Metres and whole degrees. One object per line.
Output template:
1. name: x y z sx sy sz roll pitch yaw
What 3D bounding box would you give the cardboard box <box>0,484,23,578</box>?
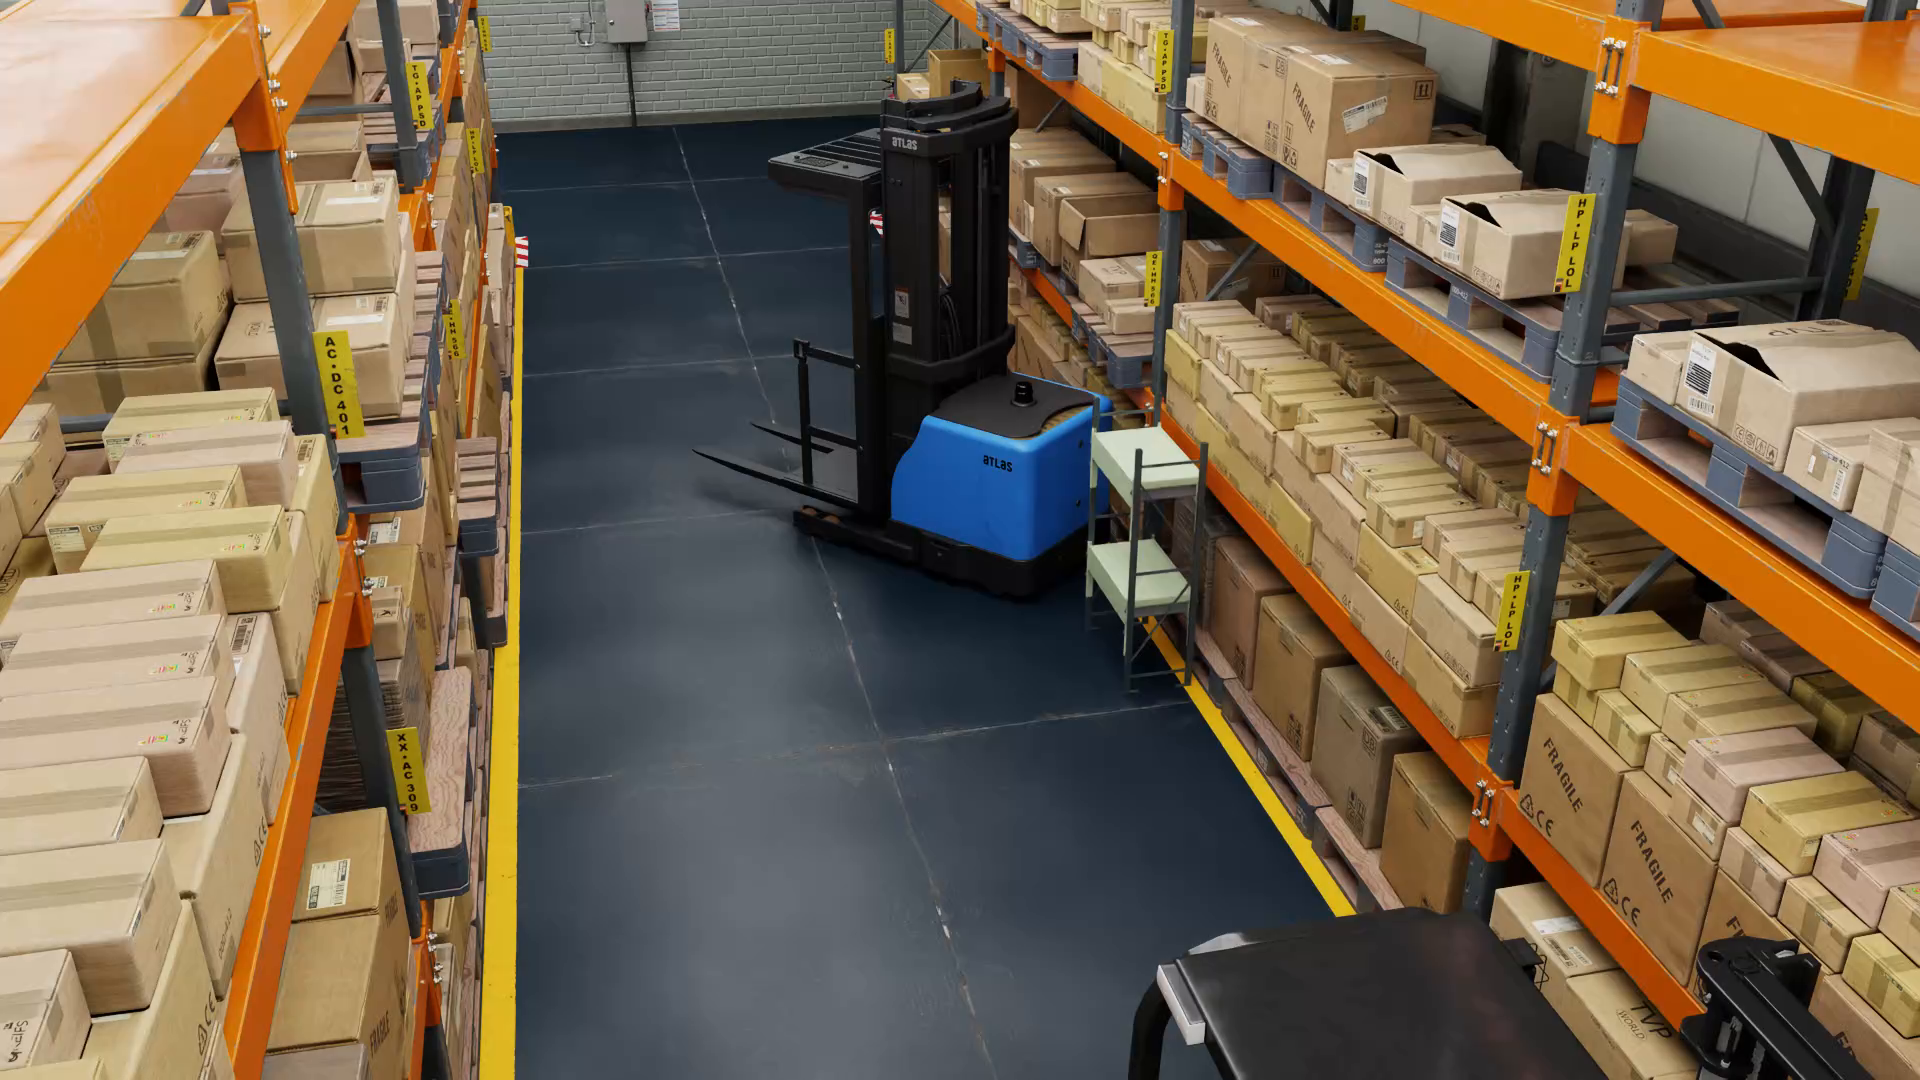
1. cardboard box: -2.407 0.005 3.822 0.380 0.149 0.250 -7 28 -13

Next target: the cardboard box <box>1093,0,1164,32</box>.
1. cardboard box: 1.037 -3.236 10.243 0.380 0.149 0.250 -7 28 -13

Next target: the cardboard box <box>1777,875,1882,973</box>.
1. cardboard box: 2.613 1.080 4.796 0.380 0.149 0.250 -7 28 -13

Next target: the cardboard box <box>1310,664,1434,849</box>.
1. cardboard box: 2.242 0.986 7.983 0.875 0.625 0.625 -6 27 -12

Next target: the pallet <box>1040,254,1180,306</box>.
1. pallet: 1.193 -1.840 11.627 1.003 0.211 1.213 -6 27 -12

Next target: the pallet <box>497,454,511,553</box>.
1. pallet: -3.575 -0.211 11.280 1.003 0.211 1.213 -6 27 -12

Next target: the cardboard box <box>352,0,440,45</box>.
1. cardboard box: -3.697 -3.444 10.896 0.500 0.311 0.500 -6 27 -12

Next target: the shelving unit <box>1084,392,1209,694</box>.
1. shelving unit: 1.031 0.014 9.403 0.431 1.500 0.755 -6 27 -12

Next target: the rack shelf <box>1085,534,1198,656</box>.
1. rack shelf: 1.031 0.305 9.550 0.431 0.370 0.720 -6 27 -12

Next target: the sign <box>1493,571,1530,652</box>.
1. sign: 2.011 0.261 6.053 0.100 0.325 0.005 -6 27 -12

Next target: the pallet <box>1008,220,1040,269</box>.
1. pallet: 0.808 -2.381 12.698 1.003 0.211 1.213 -6 27 -12

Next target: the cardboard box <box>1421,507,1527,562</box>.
1. cardboard box: 2.164 -0.003 6.942 0.380 0.149 0.250 -6 27 -12

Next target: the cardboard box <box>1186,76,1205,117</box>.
1. cardboard box: 1.419 -2.356 8.788 0.380 0.166 0.250 -6 27 -12

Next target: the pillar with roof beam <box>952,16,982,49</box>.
1. pillar with roof beam: -4.091 -8.101 17.160 9.100 9.000 0.400 -6 27 -12

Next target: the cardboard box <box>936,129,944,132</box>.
1. cardboard box: 0.040 -3.758 15.050 0.500 0.250 0.500 -7 28 -13

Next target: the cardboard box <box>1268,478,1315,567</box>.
1. cardboard box: 1.844 -0.112 8.155 0.500 0.250 0.500 -5 27 -10

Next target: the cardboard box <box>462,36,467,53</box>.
1. cardboard box: -4.385 -4.168 14.085 0.380 0.149 0.250 -5 27 -10

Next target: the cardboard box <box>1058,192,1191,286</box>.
1. cardboard box: 1.088 -2.004 11.158 0.797 0.503 0.637 -7 28 -13

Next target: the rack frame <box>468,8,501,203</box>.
1. rack frame: -5.002 -4.079 15.849 1.000 3.000 0.127 -6 27 -12

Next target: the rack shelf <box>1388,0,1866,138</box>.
1. rack shelf: 2.087 -2.373 7.054 1.077 0.370 4.000 -6 27 -12

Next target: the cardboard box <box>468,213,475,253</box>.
1. cardboard box: -3.645 -2.092 11.524 0.500 0.250 0.500 -5 27 -10

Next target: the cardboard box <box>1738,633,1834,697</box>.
1. cardboard box: 2.920 0.440 5.735 0.380 0.149 0.250 -7 28 -13

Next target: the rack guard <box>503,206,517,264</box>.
1. rack guard: -5.007 -2.974 16.434 1.175 0.500 0.348 -6 27 -12

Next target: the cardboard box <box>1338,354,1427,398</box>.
1. cardboard box: 2.180 -0.838 8.597 0.380 0.149 0.250 -6 27 -12

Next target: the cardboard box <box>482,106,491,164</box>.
1. cardboard box: -4.412 -3.492 14.576 0.500 0.500 0.500 -5 27 -10

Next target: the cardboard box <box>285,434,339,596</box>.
1. cardboard box: -1.935 -0.049 4.372 0.500 0.250 0.500 -6 27 -12

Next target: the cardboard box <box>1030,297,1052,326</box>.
1. cardboard box: 0.763 -1.780 12.883 0.380 0.149 0.250 -7 28 -14

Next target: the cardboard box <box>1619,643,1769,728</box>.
1. cardboard box: 2.484 0.490 5.636 0.380 0.149 0.250 -6 27 -11

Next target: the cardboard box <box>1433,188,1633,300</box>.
1. cardboard box: 2.137 -1.141 6.222 0.500 0.311 0.500 -7 28 -13

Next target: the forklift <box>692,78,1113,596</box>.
1. forklift: -0.503 -1.476 10.767 3.031 2.935 1.130 18 32 32

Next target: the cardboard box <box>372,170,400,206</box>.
1. cardboard box: -2.924 -1.677 8.040 0.380 0.149 0.250 -6 27 -12

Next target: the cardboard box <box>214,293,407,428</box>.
1. cardboard box: -2.039 -0.568 5.264 0.500 0.250 0.500 -7 28 -13

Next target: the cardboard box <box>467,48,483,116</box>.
1. cardboard box: -4.407 -3.939 14.351 0.500 0.500 0.500 -6 27 -12

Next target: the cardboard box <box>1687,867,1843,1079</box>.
1. cardboard box: 2.632 1.309 5.063 0.500 0.500 0.500 -6 27 -12

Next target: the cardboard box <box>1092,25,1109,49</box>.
1. cardboard box: 1.057 -3.222 10.546 0.380 0.149 0.250 -5 27 -10

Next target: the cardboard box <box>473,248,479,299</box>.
1. cardboard box: -3.640 -1.861 11.621 0.500 0.250 0.500 -6 27 -12

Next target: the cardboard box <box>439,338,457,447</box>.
1. cardboard box: -2.826 -0.761 8.368 0.500 0.500 0.500 -7 28 -13

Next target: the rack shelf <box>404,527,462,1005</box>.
1. rack shelf: -2.748 0.632 7.314 1.077 0.370 4.000 -6 27 -12

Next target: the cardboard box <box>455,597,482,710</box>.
1. cardboard box: -3.082 0.667 8.895 0.950 0.372 0.625 -8 28 -15

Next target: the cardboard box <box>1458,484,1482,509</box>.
1. cardboard box: 2.465 -0.170 7.716 0.500 0.250 0.500 -7 28 -13

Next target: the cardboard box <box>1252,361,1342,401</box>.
1. cardboard box: 1.722 -0.789 8.500 0.380 0.149 0.250 -6 27 -11

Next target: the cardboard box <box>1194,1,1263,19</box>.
1. cardboard box: 1.630 -3.181 10.134 0.380 0.149 0.250 -5 27 -10

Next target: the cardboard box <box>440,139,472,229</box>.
1. cardboard box: -3.632 -2.417 11.336 0.500 0.500 0.500 -5 27 -11

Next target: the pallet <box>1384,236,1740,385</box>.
1. pallet: 2.326 -0.956 6.546 0.805 0.209 1.217 -7 28 -14

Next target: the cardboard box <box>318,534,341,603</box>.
1. cardboard box: -1.929 0.070 4.580 0.380 0.149 0.250 -6 27 -11

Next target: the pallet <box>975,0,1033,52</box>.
1. pallet: 0.813 -3.791 12.157 1.213 0.211 1.003 -6 27 -12

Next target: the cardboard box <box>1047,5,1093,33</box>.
1. cardboard box: 0.786 -3.444 10.964 0.380 0.149 0.250 -5 27 -10

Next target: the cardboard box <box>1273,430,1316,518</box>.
1. cardboard box: 1.850 -0.336 8.045 0.500 0.250 0.500 -6 27 -11

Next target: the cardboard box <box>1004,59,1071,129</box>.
1. cardboard box: 0.658 -3.910 14.519 0.500 0.500 0.500 -7 28 -13

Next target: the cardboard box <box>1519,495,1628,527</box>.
1. cardboard box: 2.602 -0.060 7.056 0.380 0.149 0.250 -6 27 -12

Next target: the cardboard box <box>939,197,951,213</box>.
1. cardboard box: 0.033 -2.999 16.018 0.700 0.500 0.500 -5 27 -9

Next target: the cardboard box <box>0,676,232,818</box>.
1. cardboard box: -1.571 0.394 3.052 0.380 0.149 0.250 -6 27 -11

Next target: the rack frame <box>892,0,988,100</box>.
1. rack frame: -0.167 -4.585 16.851 1.000 3.000 0.127 -6 27 -12

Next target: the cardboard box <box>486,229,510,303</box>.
1. cardboard box: -4.541 -2.442 14.984 0.875 0.438 0.875 -5 27 -10

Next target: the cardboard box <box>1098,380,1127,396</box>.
1. cardboard box: 1.155 -0.982 11.302 0.380 0.149 0.250 -5 27 -10

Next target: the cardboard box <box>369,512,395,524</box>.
1. cardboard box: -2.404 -0.175 6.486 0.380 0.149 0.250 -4 27 -9

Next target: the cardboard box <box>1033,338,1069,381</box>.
1. cardboard box: 0.862 -1.213 12.479 0.500 0.500 0.500 -7 28 -13

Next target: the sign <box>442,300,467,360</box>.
1. sign: -2.673 -1.108 8.766 0.100 0.325 0.005 -6 27 -12
